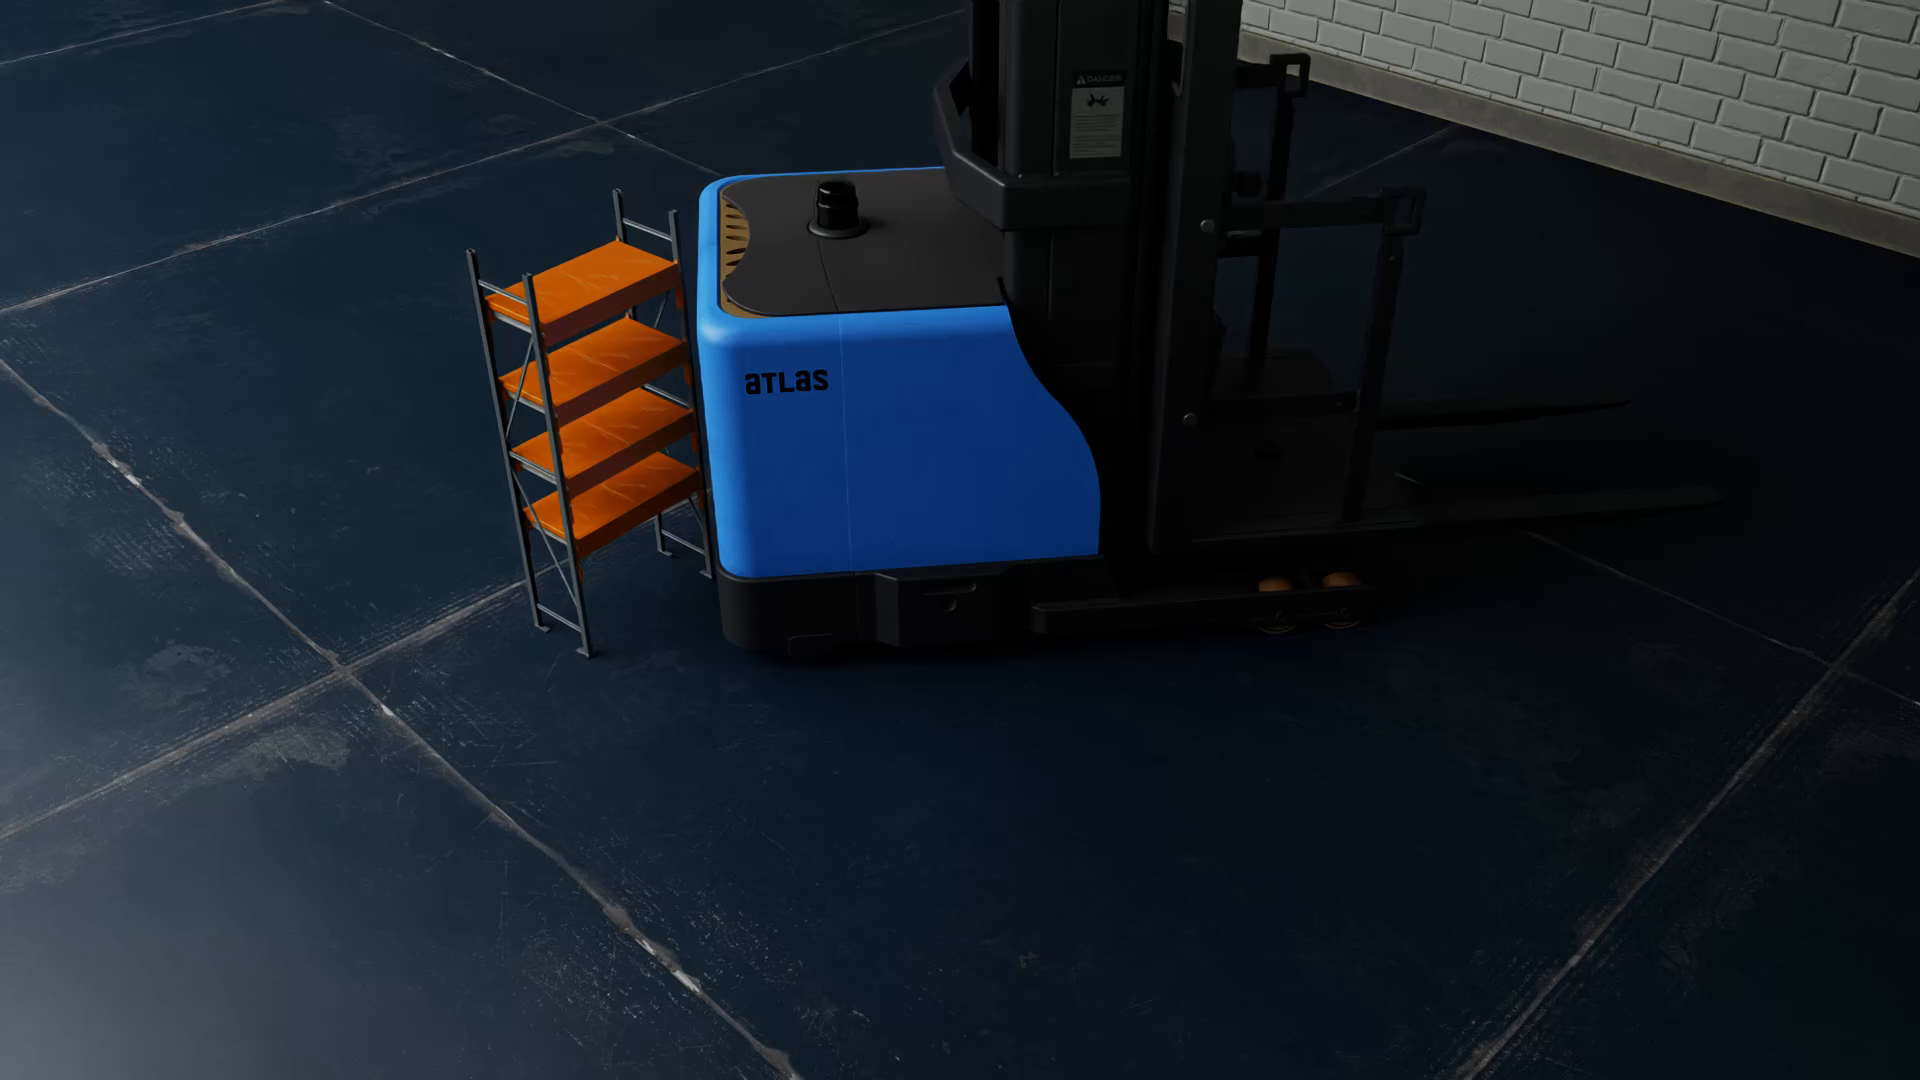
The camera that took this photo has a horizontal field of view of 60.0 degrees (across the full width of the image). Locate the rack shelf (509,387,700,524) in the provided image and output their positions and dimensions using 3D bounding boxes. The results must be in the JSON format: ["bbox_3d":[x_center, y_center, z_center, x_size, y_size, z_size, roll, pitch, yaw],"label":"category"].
[{"bbox_3d":[-0.998,-0.253,4.682,0.258,0.148,0.480,25,42,31],"label":"rack shelf"}]

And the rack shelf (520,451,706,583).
[{"bbox_3d":[-0.998,-0.091,4.795,0.258,0.148,0.480,25,42,31],"label":"rack shelf"}]

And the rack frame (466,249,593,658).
[{"bbox_3d":[-1.150,-0.200,4.487,0.240,1.200,0.015,25,42,31],"label":"rack frame"}]

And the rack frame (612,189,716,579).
[{"bbox_3d":[-0.846,-0.418,4.800,0.240,1.200,0.015,25,42,31],"label":"rack frame"}]

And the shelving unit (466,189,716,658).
[{"bbox_3d":[-0.998,-0.309,4.643,0.258,1.200,0.503,25,42,31],"label":"shelving unit"}]

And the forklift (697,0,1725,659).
[{"bbox_3d":[0.776,-1.227,4.447,3.031,2.935,1.130,-4,35,-6],"label":"forklift"}]

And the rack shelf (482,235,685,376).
[{"bbox_3d":[-0.998,-0.631,4.419,0.258,0.148,0.480,25,42,31],"label":"rack shelf"}]

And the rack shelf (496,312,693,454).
[{"bbox_3d":[-0.998,-0.437,4.554,0.258,0.148,0.480,25,42,31],"label":"rack shelf"}]
